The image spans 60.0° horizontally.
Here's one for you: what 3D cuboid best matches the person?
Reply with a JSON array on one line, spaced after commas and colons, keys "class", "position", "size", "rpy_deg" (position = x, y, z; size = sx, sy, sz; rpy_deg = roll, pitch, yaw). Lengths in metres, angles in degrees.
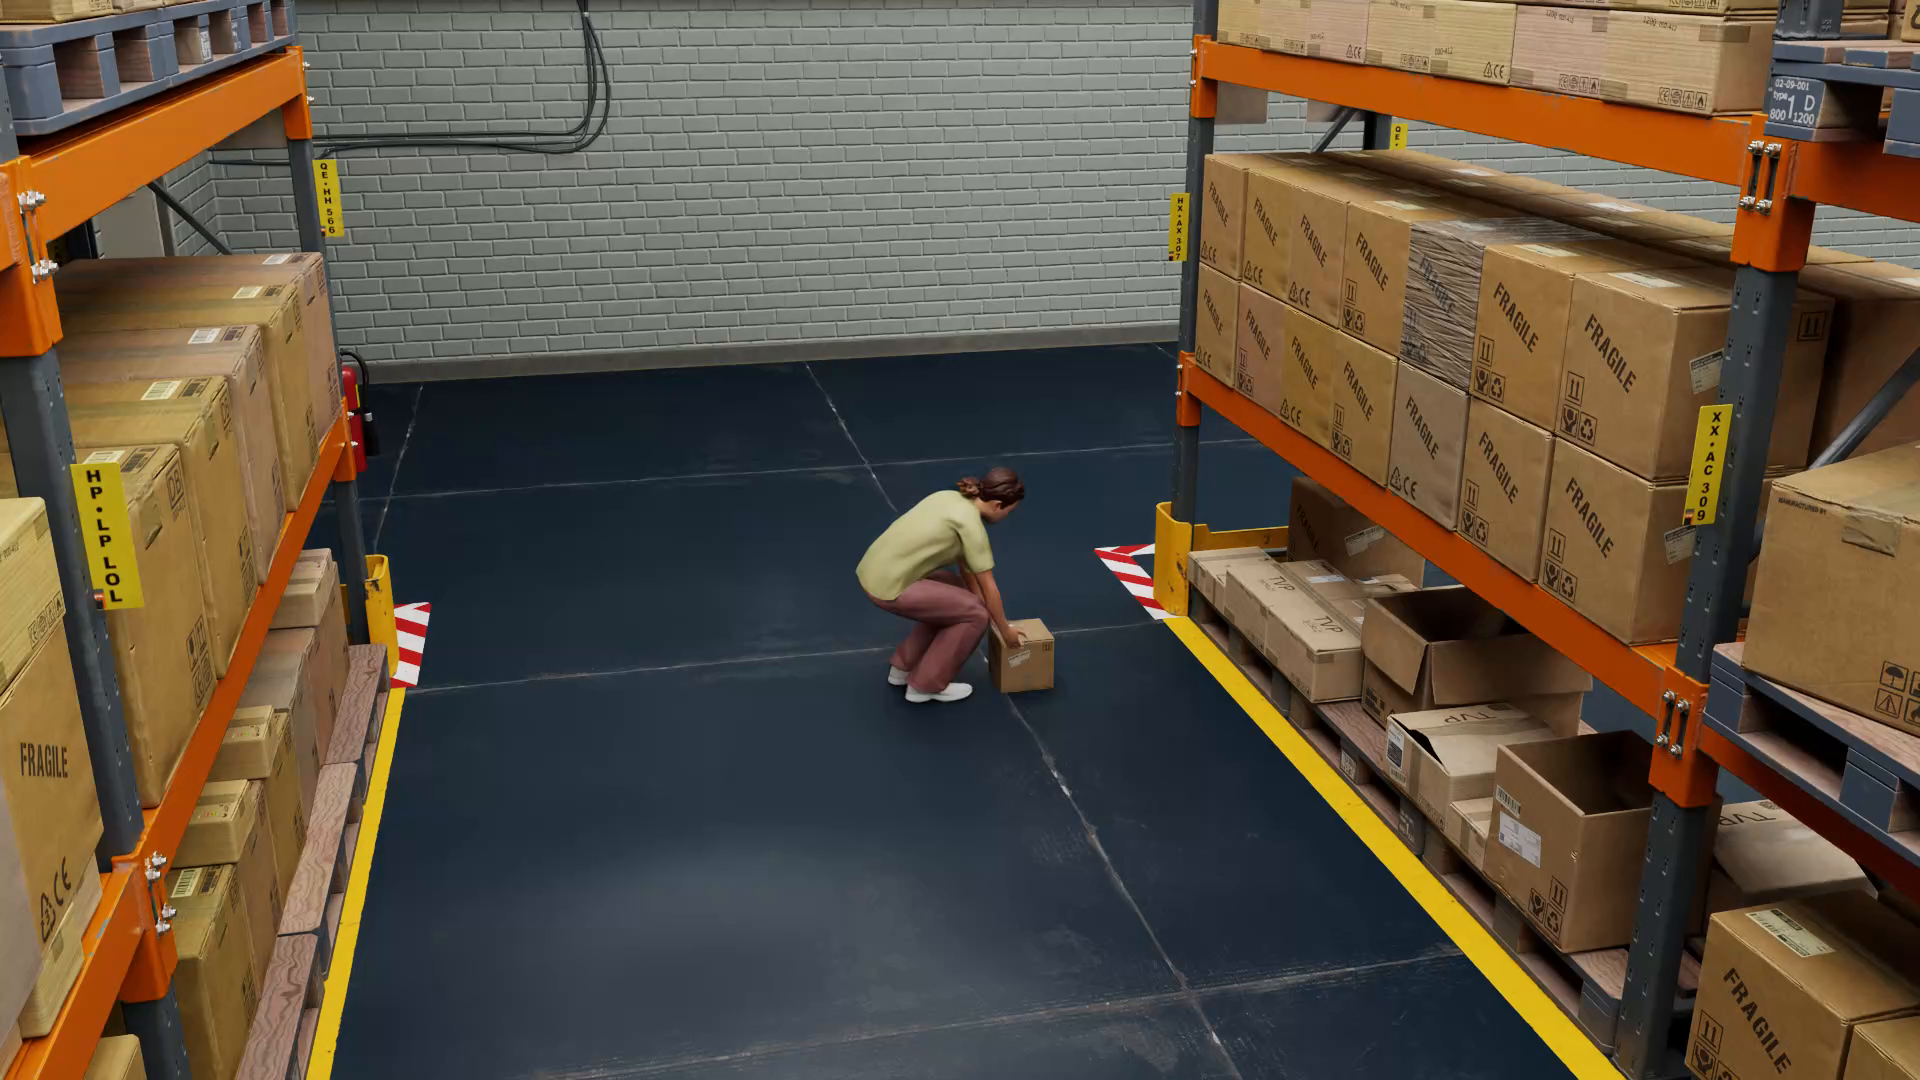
[{"class": "person", "position": [-0.084, 0.189, 7.515], "size": [0.777, 1.023, 0.491], "rpy_deg": [-5, 20, -13]}]
